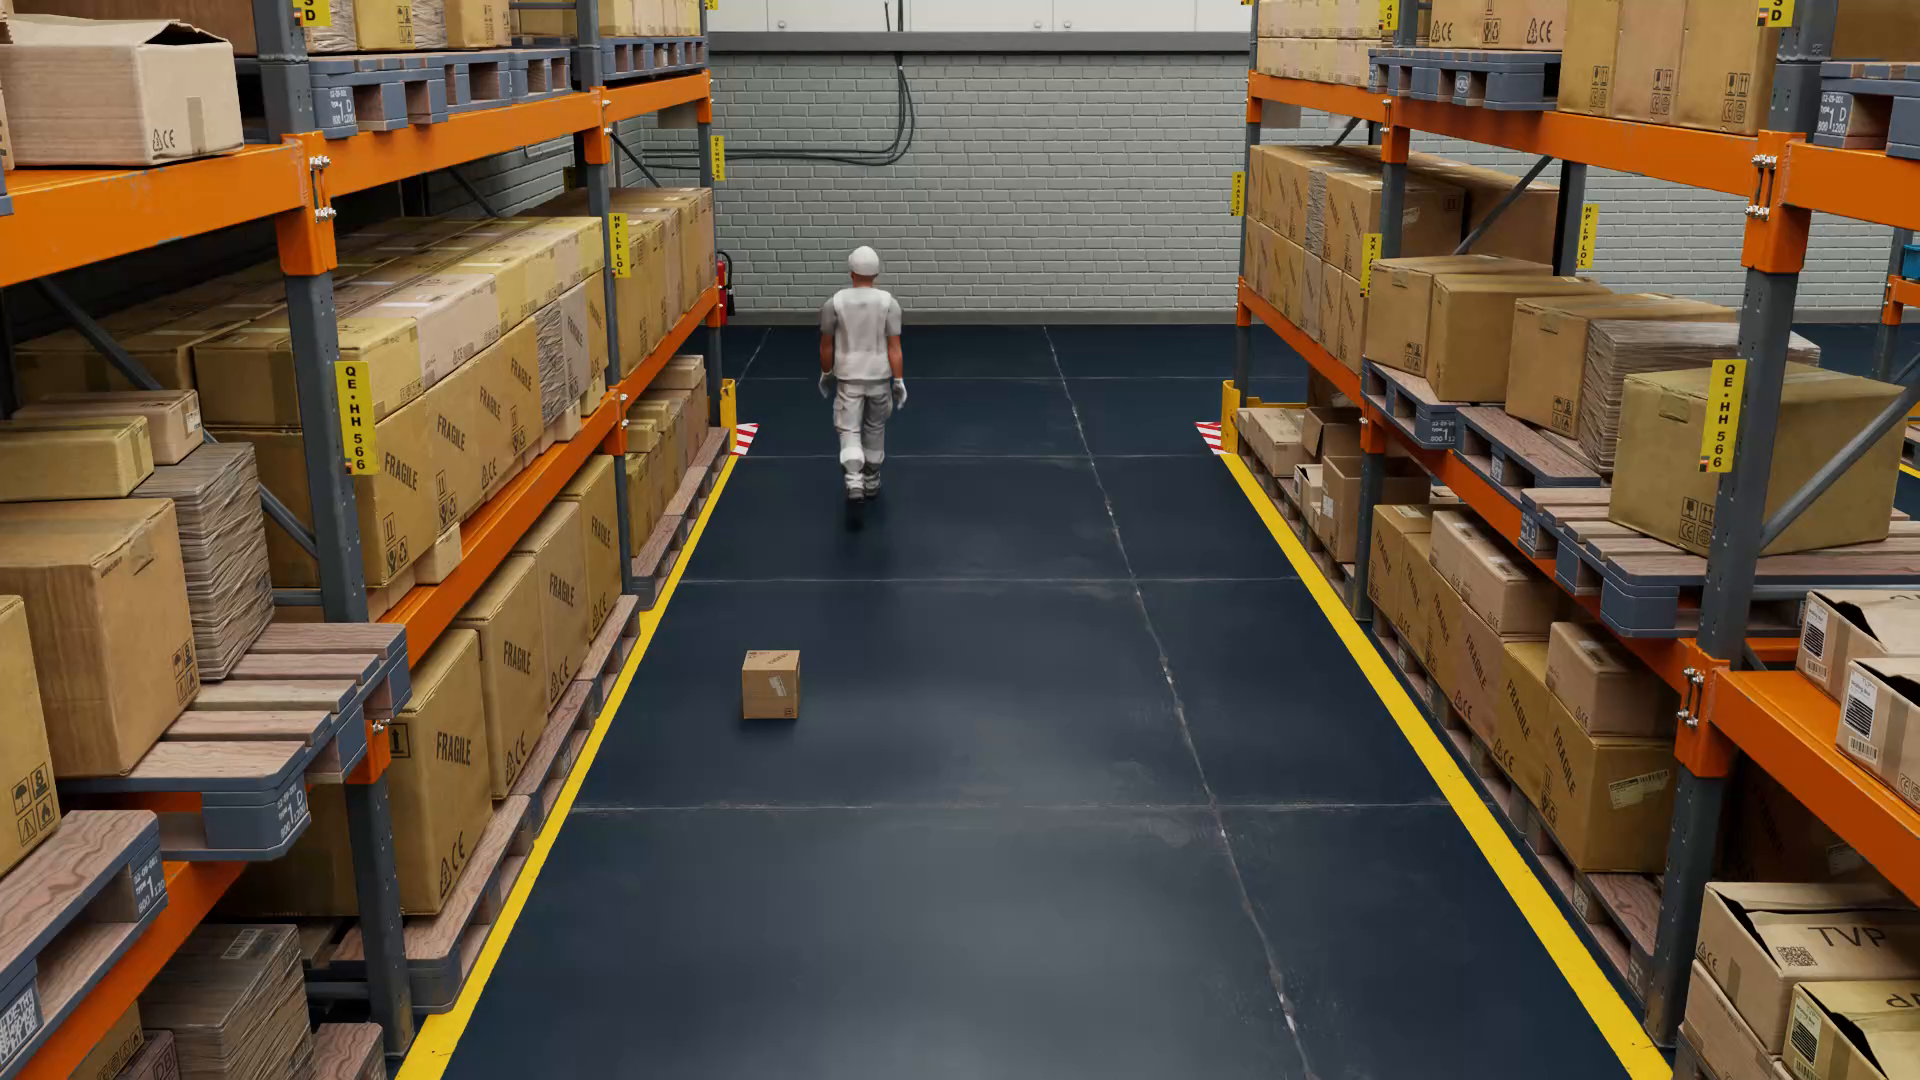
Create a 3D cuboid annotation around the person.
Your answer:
[{"bbox_3d":[-0.648,-1.072,11.029,0.574,1.752,0.981,-2,17,-5],"label":"person"}]
